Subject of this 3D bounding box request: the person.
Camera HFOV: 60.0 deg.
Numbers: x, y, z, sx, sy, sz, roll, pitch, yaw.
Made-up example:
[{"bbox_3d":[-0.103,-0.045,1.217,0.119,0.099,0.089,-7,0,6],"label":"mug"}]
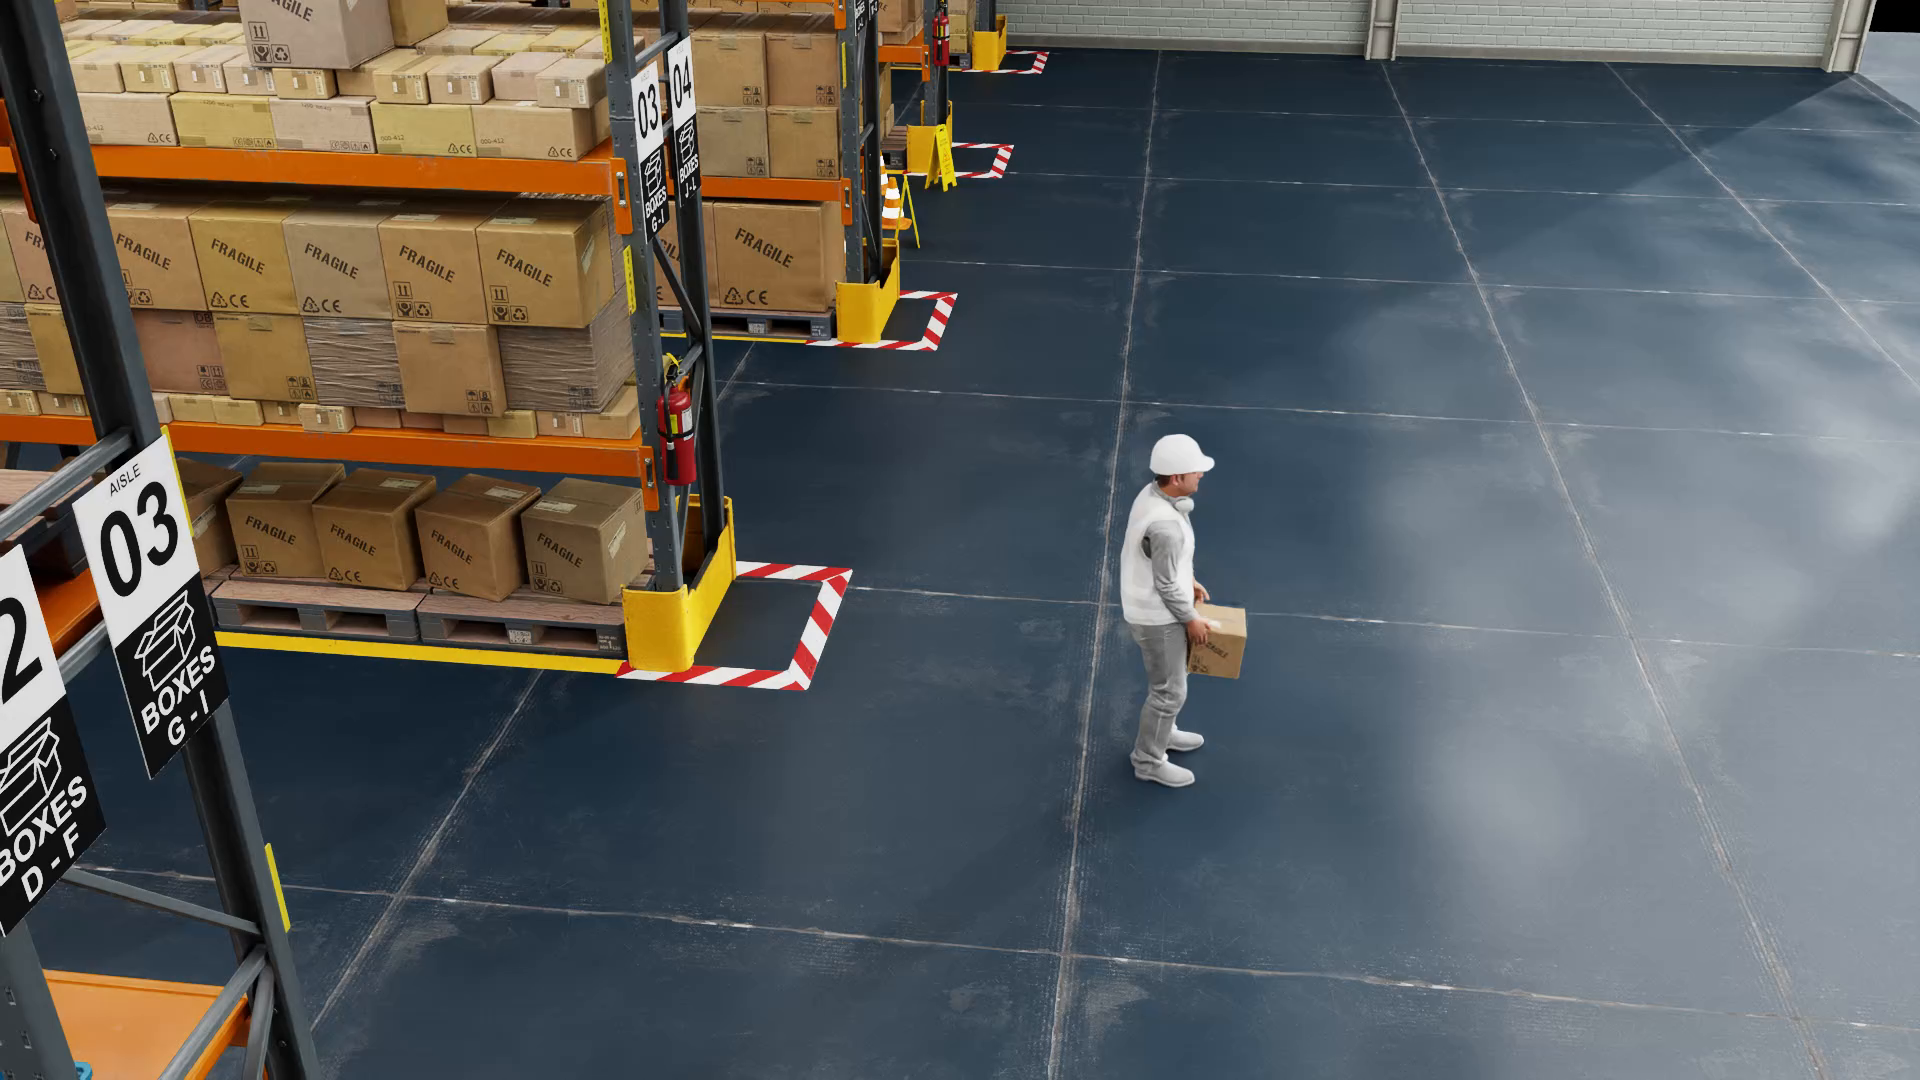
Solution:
[{"bbox_3d":[0.997,0.314,8.003,0.470,1.777,0.551,3,28,5],"label":"person"}]
